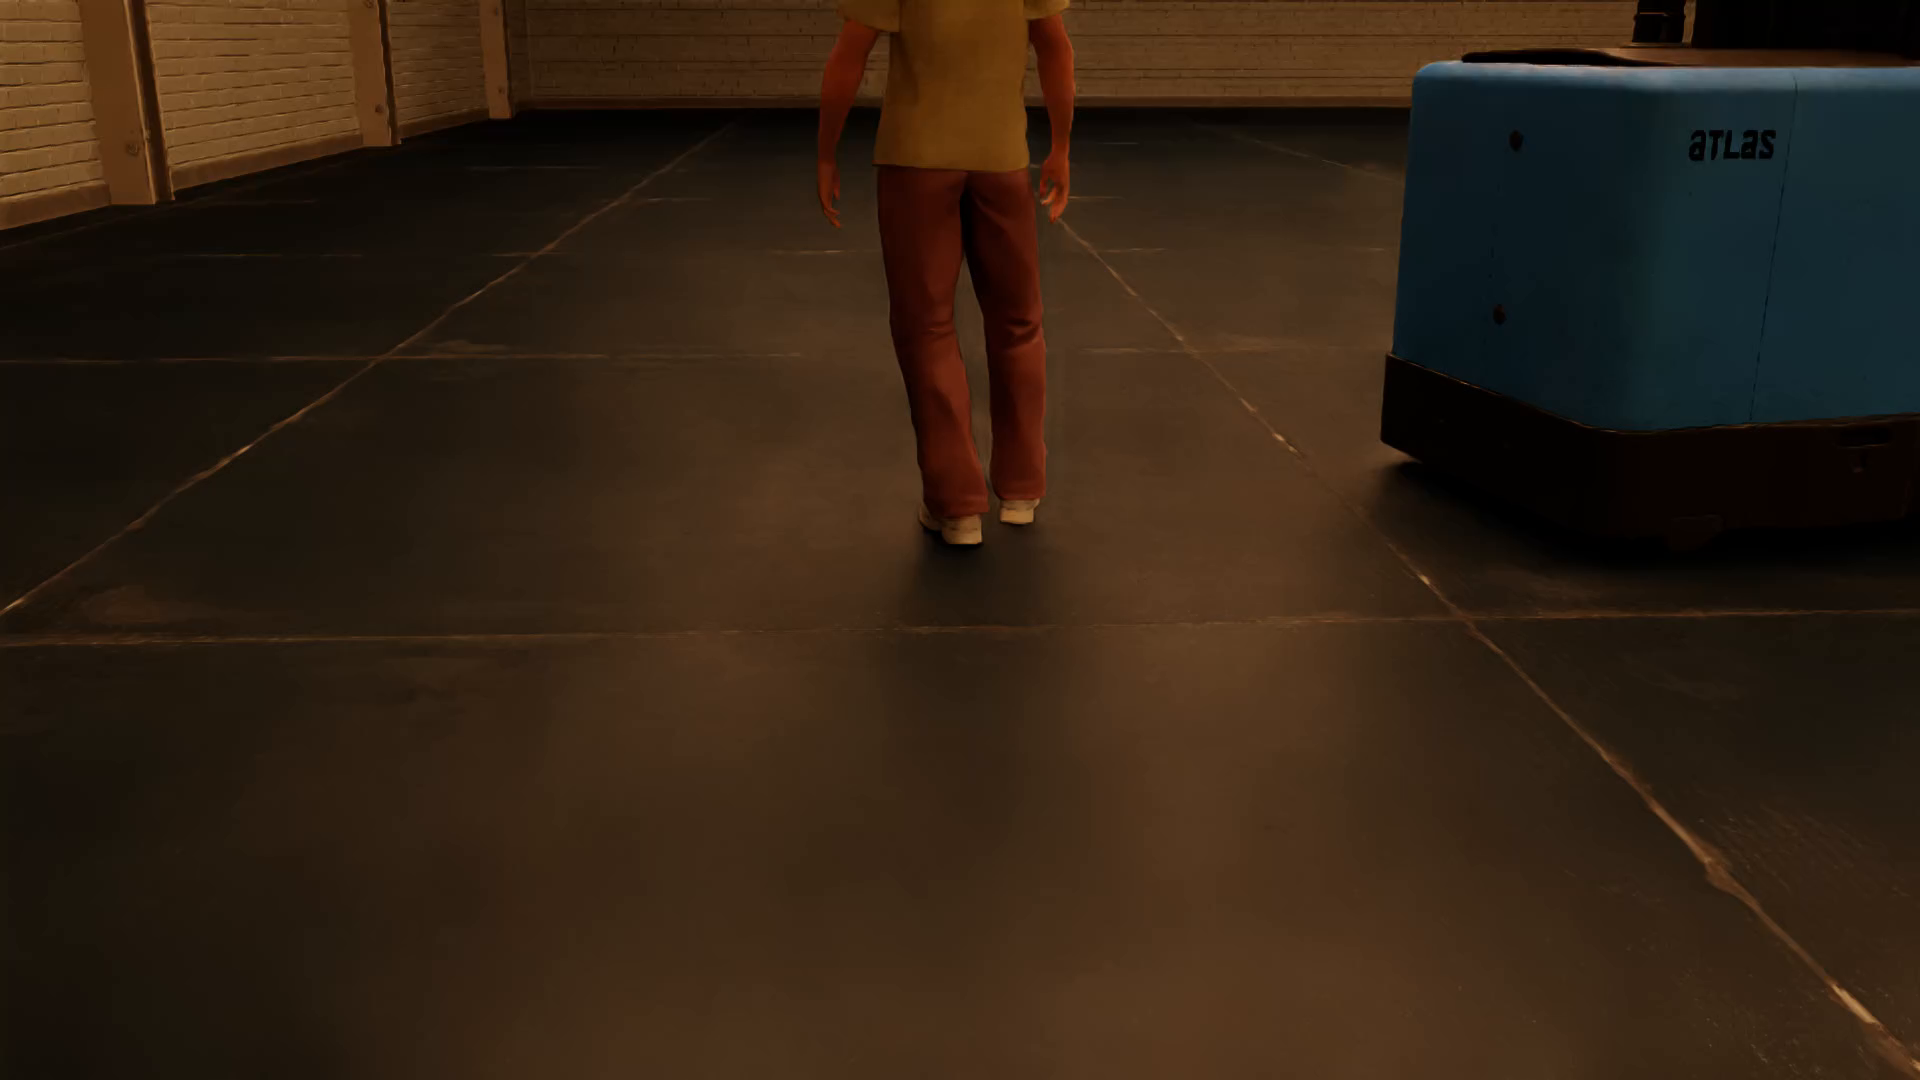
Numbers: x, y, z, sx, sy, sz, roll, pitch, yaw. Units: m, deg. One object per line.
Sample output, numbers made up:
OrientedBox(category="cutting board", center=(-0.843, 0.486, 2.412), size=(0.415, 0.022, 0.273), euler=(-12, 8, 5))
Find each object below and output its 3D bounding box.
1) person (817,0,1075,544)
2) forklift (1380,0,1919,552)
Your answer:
OrientedBox(category="person", center=(-0.033, -0.826, 3.769), size=(0.597, 1.669, 0.485), euler=(-5, 18, -17))
OrientedBox(category="forklift", center=(2.729, -1.592, 4.112), size=(3.031, 2.935, 1.130), euler=(-4, 18, -14))
